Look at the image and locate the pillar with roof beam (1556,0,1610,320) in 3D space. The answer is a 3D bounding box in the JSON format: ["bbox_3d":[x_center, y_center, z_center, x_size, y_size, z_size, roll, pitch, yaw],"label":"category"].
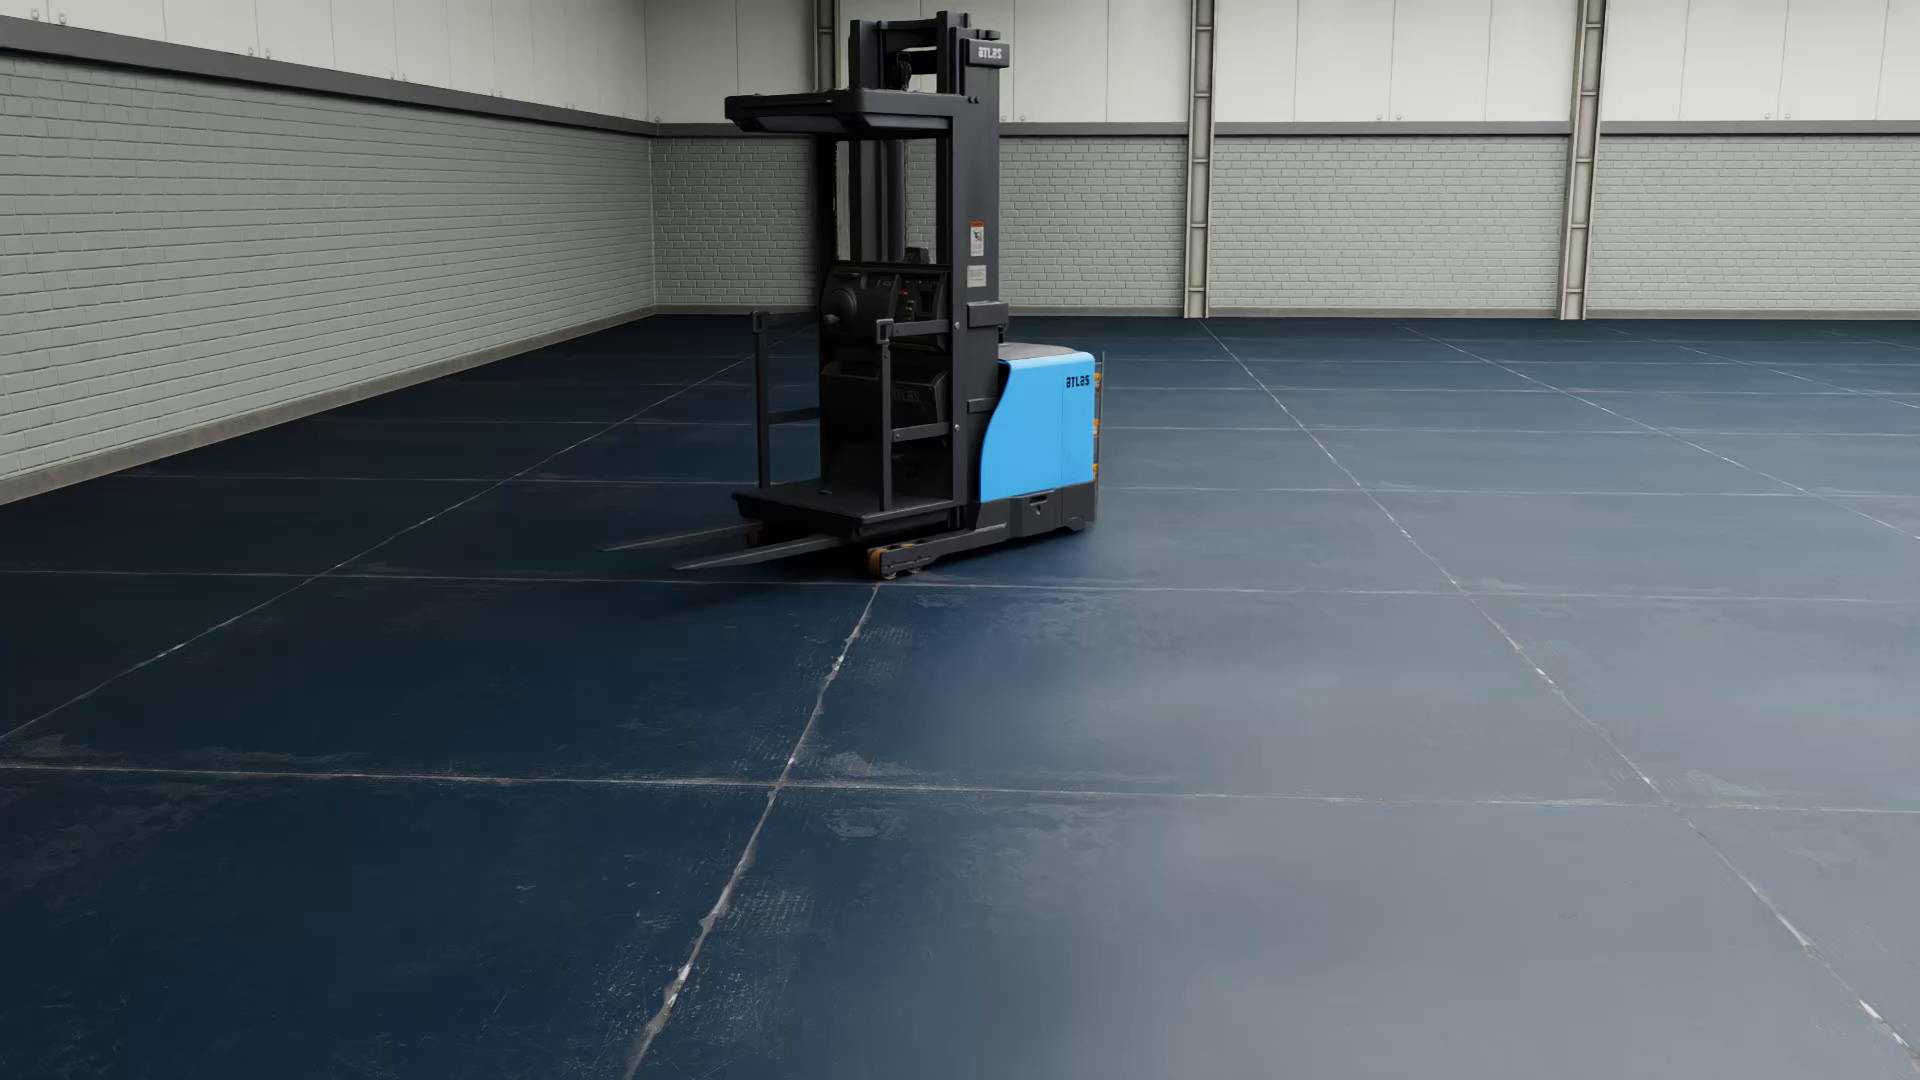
[{"bbox_3d":[9.552,-7.089,21.681,0.400,9.000,9.100,1,12,4],"label":"pillar with roof beam"}]

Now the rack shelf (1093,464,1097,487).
[{"bbox_3d":[0.705,-0.364,10.335,0.240,0.259,0.215,10,14,41],"label":"rack shelf"}]

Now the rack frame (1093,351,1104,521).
[{"bbox_3d":[0.802,-0.631,10.202,0.008,1.050,0.200,10,14,41],"label":"rack frame"}]

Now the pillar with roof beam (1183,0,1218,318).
[{"bbox_3d":[3.565,-7.171,22.073,0.400,9.000,9.100,1,12,4],"label":"pillar with roof beam"}]

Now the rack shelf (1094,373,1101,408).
[{"bbox_3d":[0.717,-0.916,10.233,0.240,0.259,0.215,10,14,41],"label":"rack shelf"}]

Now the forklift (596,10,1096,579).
[{"bbox_3d":[-0.567,-1.345,9.040,1.130,2.935,3.031,11,16,43],"label":"forklift"}]

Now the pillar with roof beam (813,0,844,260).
[{"bbox_3d":[-2.422,-7.253,22.466,0.400,9.000,9.100,1,12,4],"label":"pillar with roof beam"}]

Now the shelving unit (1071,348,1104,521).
[{"bbox_3d":[0.711,-0.648,10.282,0.252,1.050,0.215,10,14,41],"label":"shelving unit"}]

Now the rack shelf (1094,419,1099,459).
[{"bbox_3d":[0.711,-0.637,10.284,0.240,0.259,0.215,10,14,41],"label":"rack shelf"}]
